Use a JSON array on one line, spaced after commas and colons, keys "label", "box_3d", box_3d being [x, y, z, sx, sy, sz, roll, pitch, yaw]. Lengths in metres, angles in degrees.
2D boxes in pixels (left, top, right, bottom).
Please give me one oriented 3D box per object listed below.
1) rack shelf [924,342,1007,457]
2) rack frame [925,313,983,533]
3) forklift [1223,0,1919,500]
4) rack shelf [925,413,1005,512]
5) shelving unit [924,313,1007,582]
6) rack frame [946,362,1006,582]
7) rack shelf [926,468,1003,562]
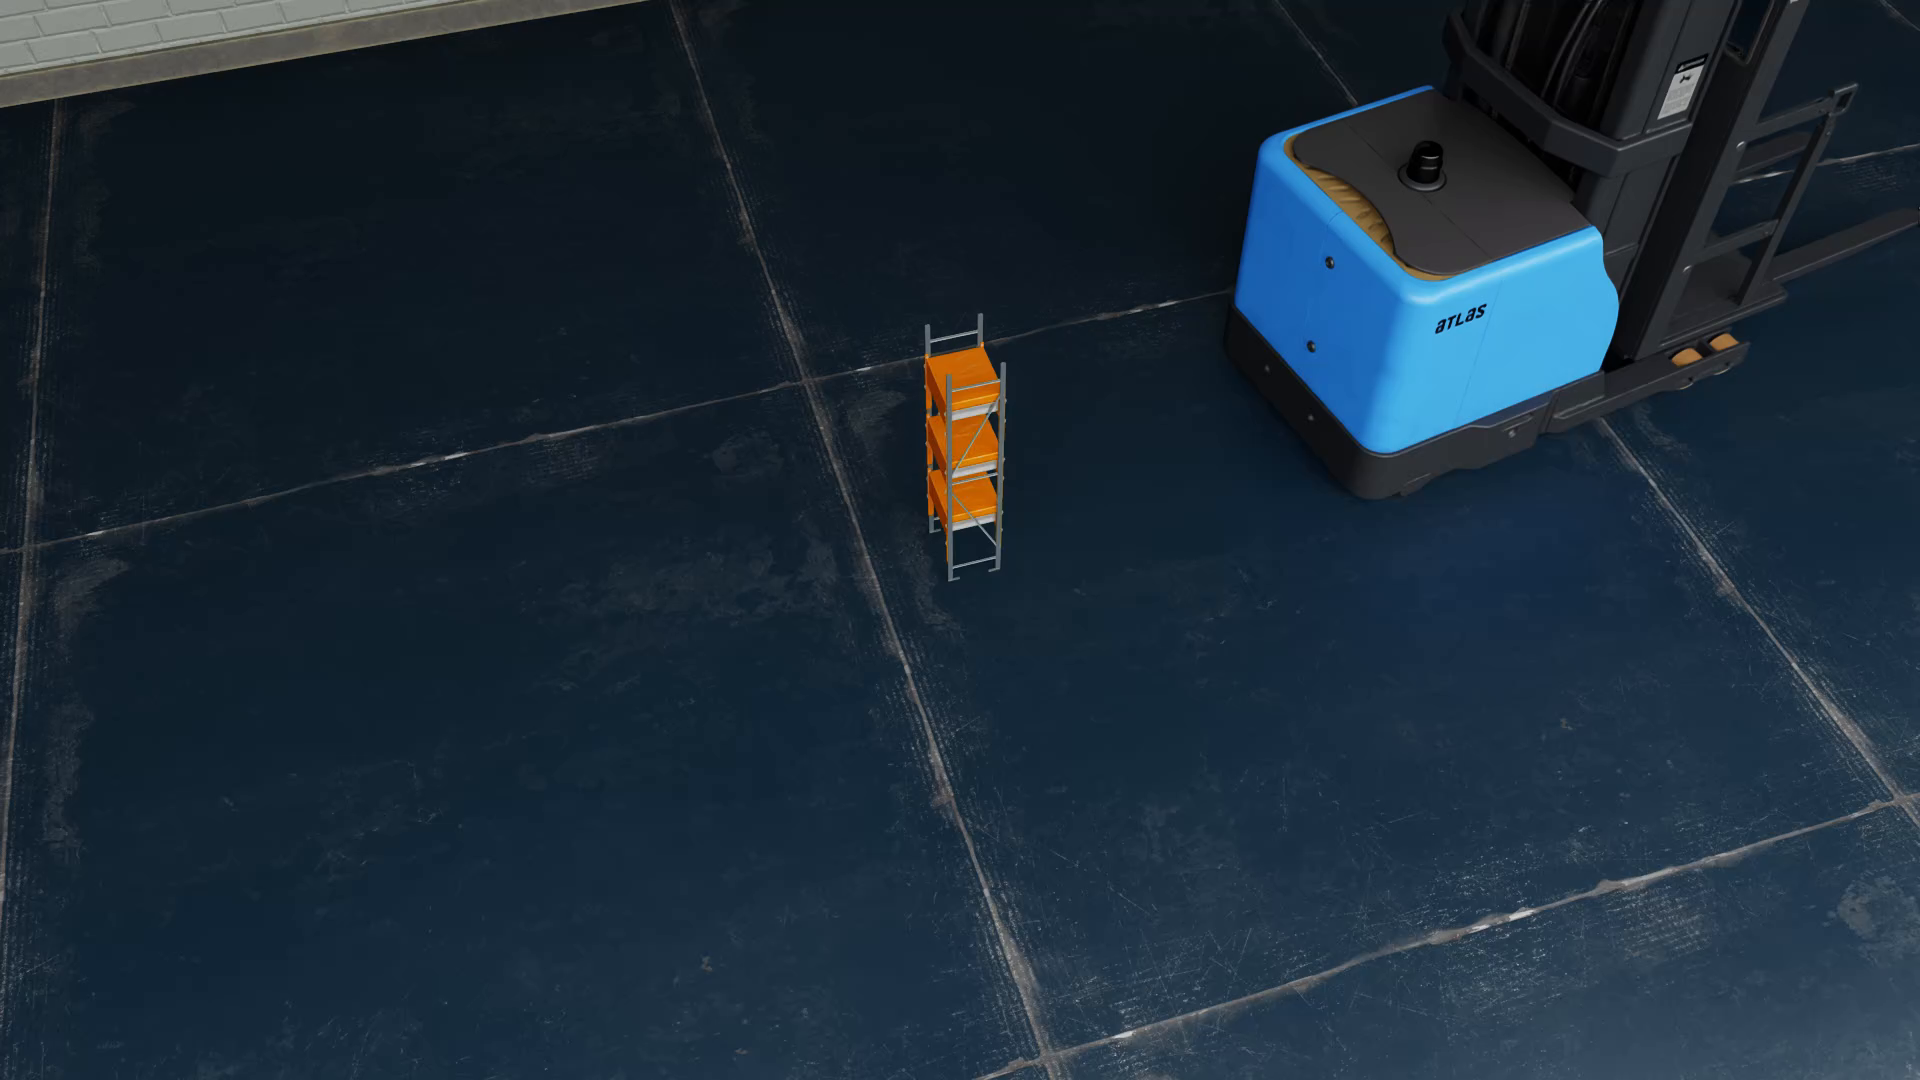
[{"label": "rack shelf", "box_3d": [0.016, -0.475, 5.607, 0.215, 0.259, 0.240, -13, 51, -11]}, {"label": "rack frame", "box_3d": [-0.020, -0.388, 5.891, 0.200, 1.050, 0.008, -13, 51, -11]}, {"label": "forklift", "box_3d": [2.633, -1.899, 5.934, 3.031, 2.935, 1.130, -21, 53, -17]}, {"label": "rack shelf", "box_3d": [0.016, -0.292, 5.824, 0.215, 0.259, 0.240, -13, 51, -11]}, {"label": "shelving unit", "box_3d": [0.016, -0.299, 5.816, 0.215, 1.050, 0.252, -13, 51, -11]}, {"label": "rack frame", "box_3d": [0.052, -0.210, 5.741, 0.200, 1.050, 0.008, -13, 51, -11]}, {"label": "rack shelf", "box_3d": [0.016, -0.113, 6.036, 0.215, 0.259, 0.240, -13, 51, -11]}]
